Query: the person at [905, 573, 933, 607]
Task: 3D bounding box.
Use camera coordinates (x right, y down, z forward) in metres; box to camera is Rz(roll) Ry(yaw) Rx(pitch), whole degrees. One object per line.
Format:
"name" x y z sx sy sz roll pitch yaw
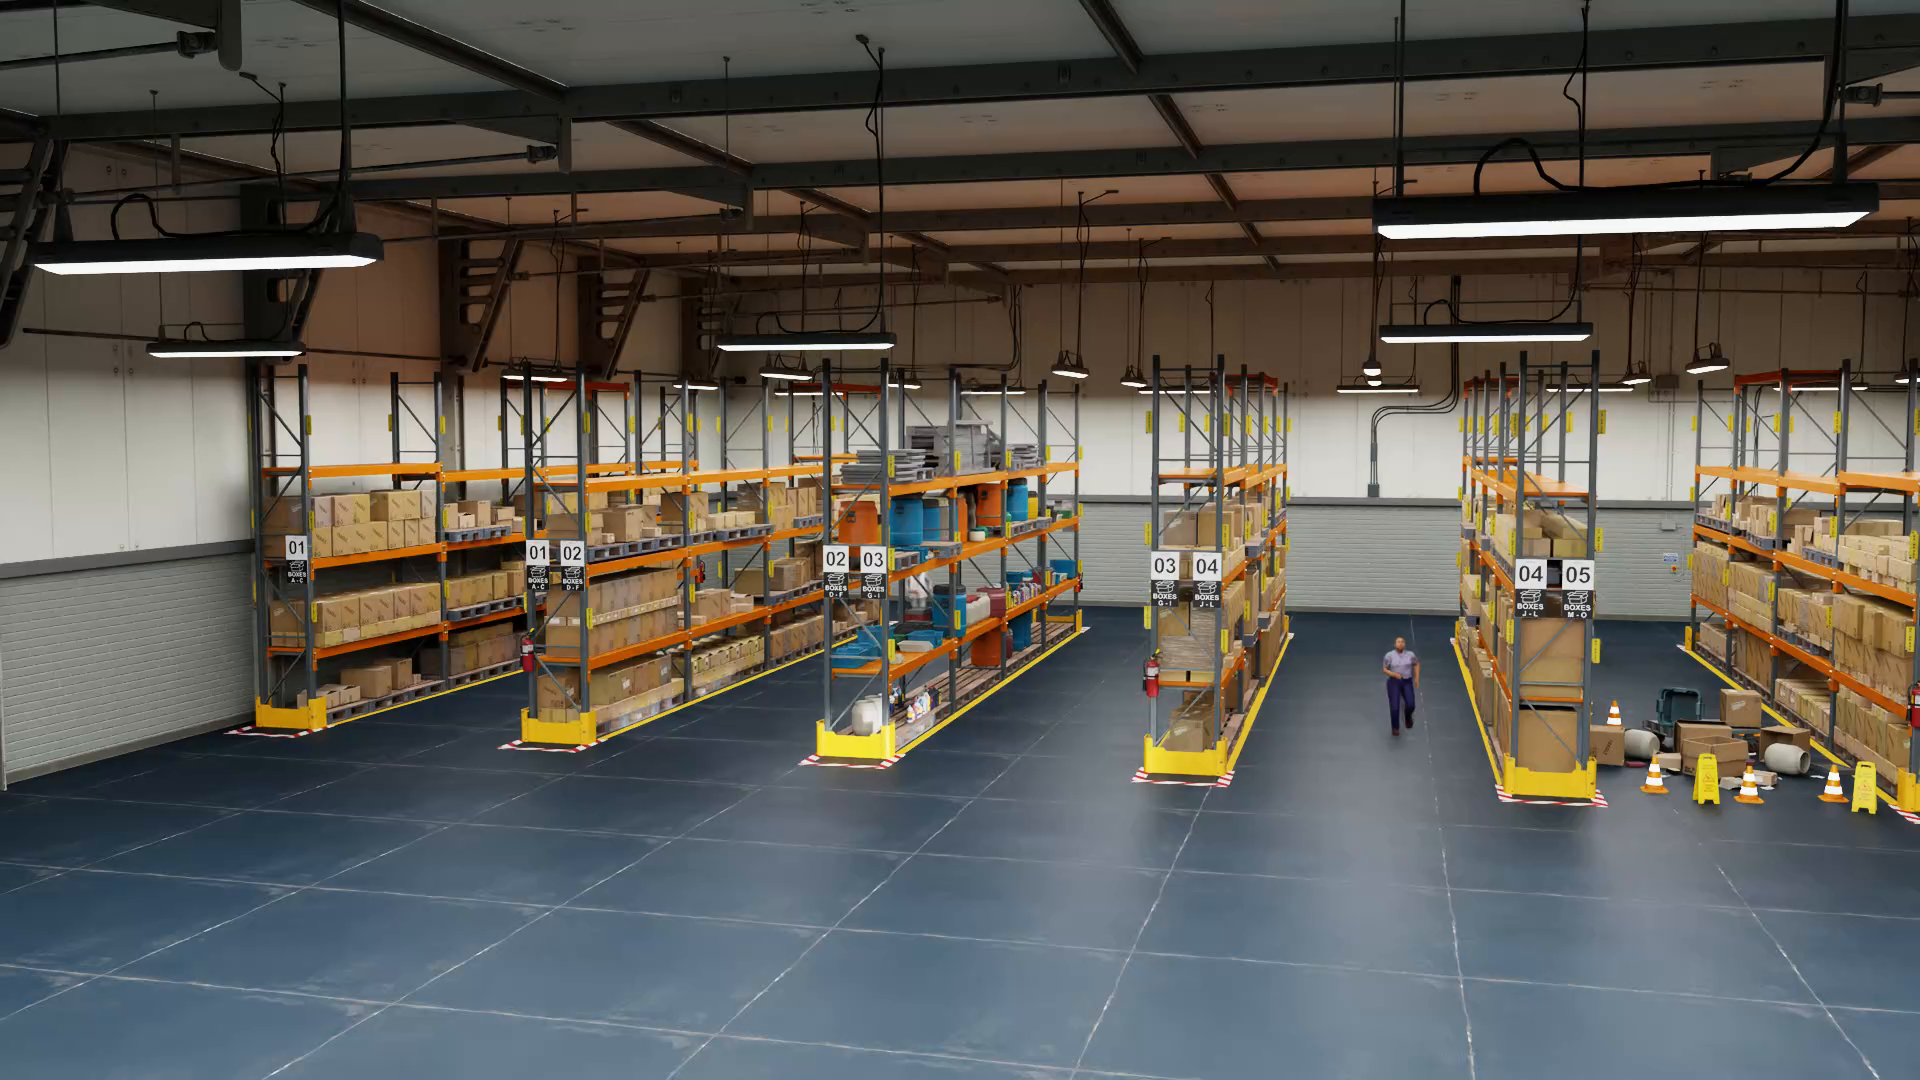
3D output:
"person" -1.006 1.383 39.991 0.672 1.730 0.568 0 4 4

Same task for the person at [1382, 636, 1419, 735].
"person" 7.134 2.367 26.837 0.613 1.604 0.560 0 4 5

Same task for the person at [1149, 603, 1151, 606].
"person" 4.182 1.713 34.169 0.678 1.620 0.926 1 4 14
